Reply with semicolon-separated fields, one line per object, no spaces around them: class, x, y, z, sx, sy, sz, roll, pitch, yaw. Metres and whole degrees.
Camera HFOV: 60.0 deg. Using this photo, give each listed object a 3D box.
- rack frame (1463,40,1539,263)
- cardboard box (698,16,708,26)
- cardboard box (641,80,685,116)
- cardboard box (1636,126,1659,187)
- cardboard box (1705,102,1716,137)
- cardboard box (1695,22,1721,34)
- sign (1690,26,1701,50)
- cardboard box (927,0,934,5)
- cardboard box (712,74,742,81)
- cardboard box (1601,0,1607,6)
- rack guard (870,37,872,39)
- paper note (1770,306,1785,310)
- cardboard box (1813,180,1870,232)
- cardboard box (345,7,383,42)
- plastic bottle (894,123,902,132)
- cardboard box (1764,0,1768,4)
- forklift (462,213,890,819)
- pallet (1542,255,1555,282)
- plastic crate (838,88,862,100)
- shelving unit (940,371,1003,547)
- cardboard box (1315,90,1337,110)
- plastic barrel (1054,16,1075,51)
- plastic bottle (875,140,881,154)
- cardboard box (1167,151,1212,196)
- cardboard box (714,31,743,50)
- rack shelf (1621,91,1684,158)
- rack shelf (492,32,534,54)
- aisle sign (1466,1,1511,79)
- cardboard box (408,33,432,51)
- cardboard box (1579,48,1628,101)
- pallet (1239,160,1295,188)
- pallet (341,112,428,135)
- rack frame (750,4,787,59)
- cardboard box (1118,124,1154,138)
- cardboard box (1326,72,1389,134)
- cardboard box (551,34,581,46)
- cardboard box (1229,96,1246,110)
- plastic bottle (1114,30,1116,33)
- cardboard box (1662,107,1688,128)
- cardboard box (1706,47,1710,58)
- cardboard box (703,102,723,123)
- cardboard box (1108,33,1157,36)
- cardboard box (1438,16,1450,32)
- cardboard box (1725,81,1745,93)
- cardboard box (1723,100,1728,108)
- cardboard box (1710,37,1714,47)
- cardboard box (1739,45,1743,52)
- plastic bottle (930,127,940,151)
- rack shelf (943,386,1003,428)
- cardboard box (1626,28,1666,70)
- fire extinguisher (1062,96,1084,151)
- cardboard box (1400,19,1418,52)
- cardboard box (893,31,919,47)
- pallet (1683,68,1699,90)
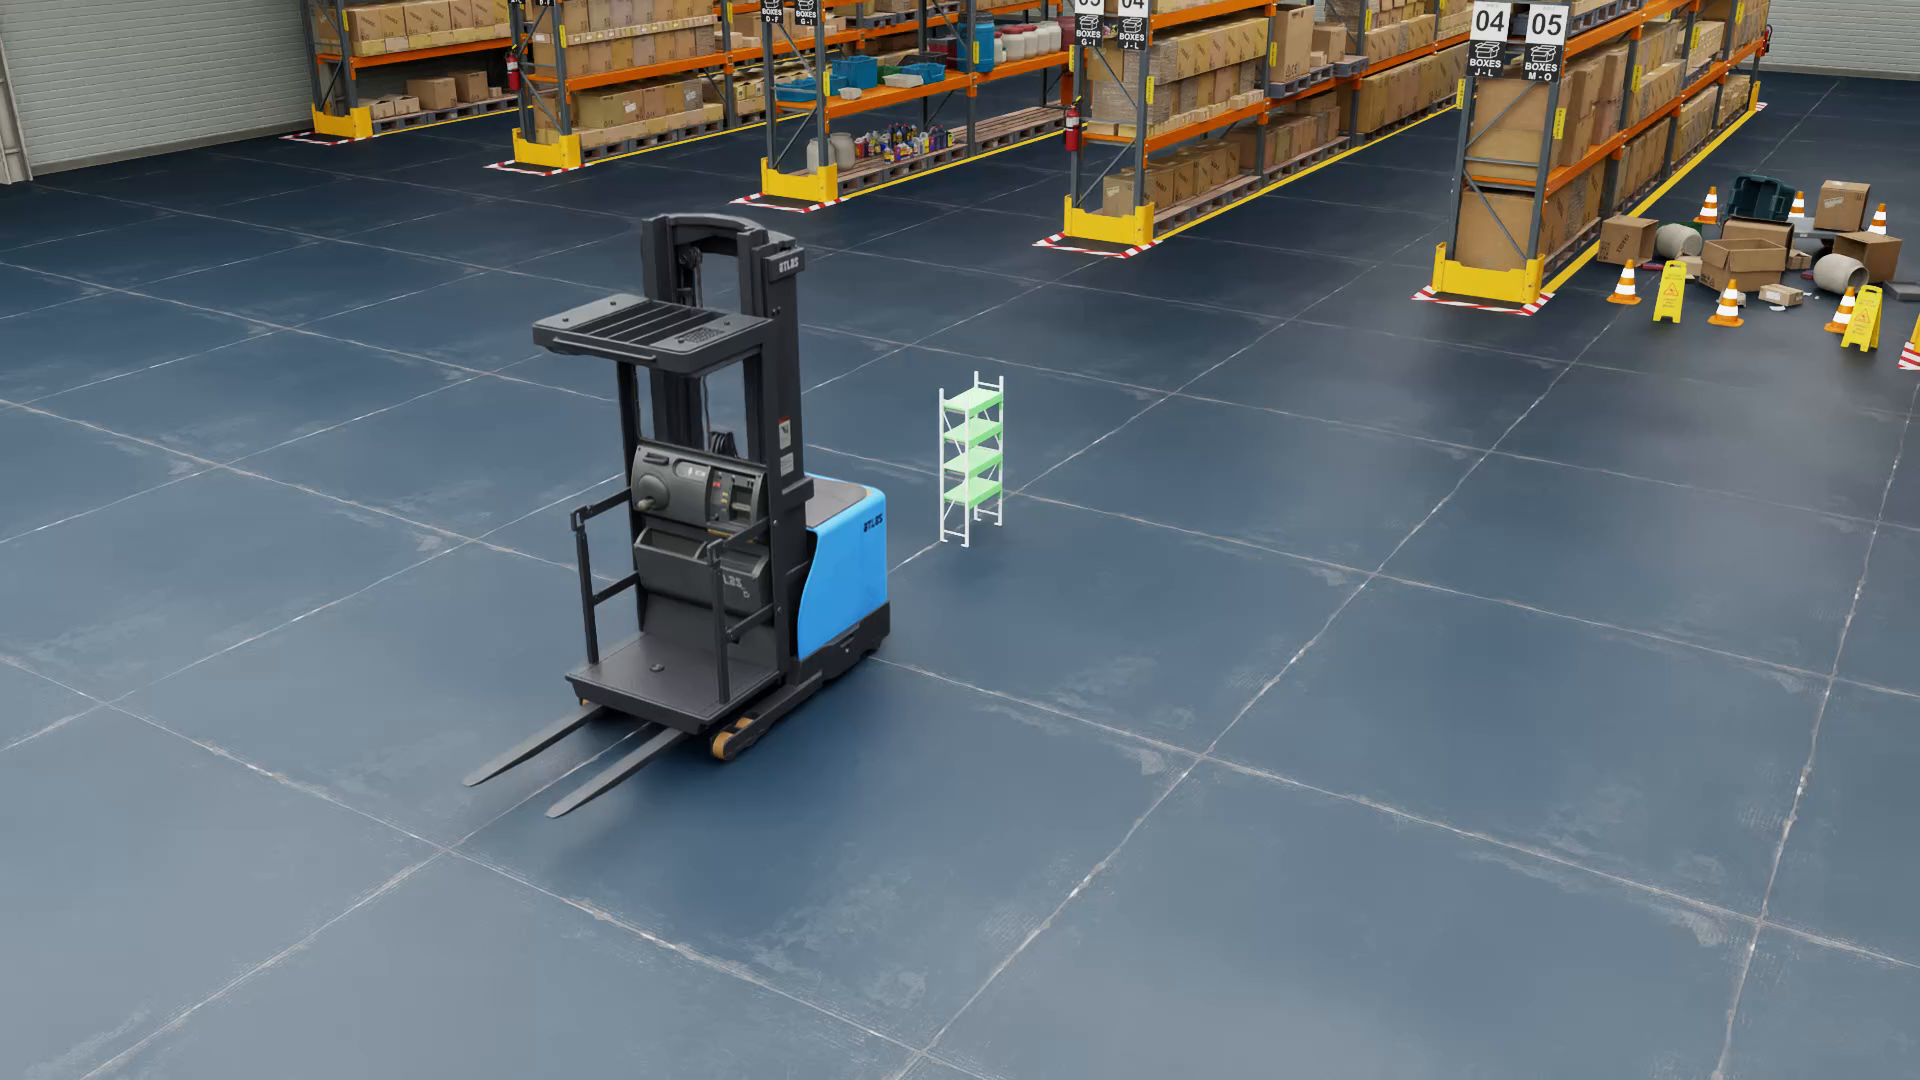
rack frame;6.046;-4.216;18.549;0.949;2.616;0.053;14;27;29
cardboard box;-4.510;-8.840;28.288;0.380;0.149;0.250;13;27;28
cardboard box;-5.009;-7.453;28.015;0.500;0.500;0.500;14;27;29
cardboard box;9.412;-5.594;24.034;1.050;0.750;0.750;14;27;30
cardboard box;12.202;-7.009;27.618;0.500;0.500;0.500;13;27;28
cardboard box;12.191;-8.349;27.134;0.380;0.149;0.250;13;27;27
sign;10.742;-7.332;24.289;0.100;0.325;0.005;14;27;29
cardboard box;-0.945;-11.297;34.250;0.700;0.500;0.500;19;30;37
cardboard box;-4.177;-8.278;30.159;0.500;0.311;0.500;15;27;30
cardboard box;7.167;-6.190;18.994;0.380;0.149;0.250;14;27;29
rack guard;-2.284;-12.664;41.211;1.175;0.500;0.348;14;27;29
paper note;9.115;-2.586;18.521;0.148;0.019;0.142;5;24;11
cardboard box;10.889;-4.126;20.533;0.500;0.500;0.500;14;27;29
cardboard box;-10.229;-8.786;28.325;0.500;0.500;0.500;14;27;29
plastic bottle;-0.988;-6.478;26.554;0.144;0.351;0.185;15;27;30
cardboard box;14.458;-10.050;30.267;0.500;0.500;0.500;13;27;28
forklift;-1.641;-0.274;9.530;1.130;2.935;3.031;13;27;28
pallet;6.404;-3.222;19.763;1.003;0.211;1.213;14;27;29
plastic crate;-1.574;-6.441;24.020;0.298;0.136;0.250;14;27;29
shelving unit;0.087;-0.606;12.476;0.258;1.200;0.503;14;27;29
cardboard box;5.780;-7.156;26.988;0.500;0.250;0.500;15;28;31
plastic barrel;1.913;-8.869;29.127;0.600;0.536;0.708;14;27;29
plastic bottle;-1.284;-6.129;25.936;0.097;0.201;0.097;0;23;0
cardboard box;3.196;-5.137;23.295;0.500;0.500;0.500;11;26;24
cardboard box;-4.194;-8.823;29.379;0.500;0.250;0.500;16;28;32
rack shelf;9.213;-5.911;23.369;1.077;0.370;4.000;14;27;29
rack shelf;-7.572;-10.098;33.042;1.077;0.370;4.000;14;27;29
aisle sign;5.756;-5.448;18.121;0.394;0.787;0.004;14;27;29
cardboard box;-9.674;-8.791;29.280;0.500;0.250;0.500;13;27;28
cardboard box;7.743;-5.803;20.666;0.875;0.550;0.550;14;27;29
pallet;4.407;-5.623;25.308;1.003;0.211;1.213;14;27;29
pallet;-10.238;-7.416;29.451;1.003;0.211;1.213;14;27;29
rack frame;-4.407;-12.453;37.577;1.000;3.000;0.127;14;27;29
cardboard box;2.241;-5.220;21.184;0.380;0.149;0.250;14;27;29
cardboard box;6.490;-7.435;28.131;1.225;0.875;0.875;12;26;27
cardboard box;-6.136;-7.797;25.879;0.380;0.149;0.250;14;27;29
cardboard box;3.774;-6.128;23.281;0.380;0.149;0.250;14;27;29
plastic bottle;2.802;-9.249;30.425;0.097;0.201;0.097;0;23;0
cardboard box;10.838;-6.487;25.470;0.500;0.250;0.500;13;26;27
cardboard box;11.793;-7.816;26.653;0.380;0.149;0.250;13;26;27
cardboard box;-4.475;-7.445;28.940;0.500;0.250;0.500;14;27;29
cardboard box;2.227;-6.338;21.691;0.500;0.500;0.500;14;27;29
cardboard box;8.688;-9.511;30.593;0.500;0.250;0.500;13;27;28
cardboard box;13.929;-8.178;30.012;0.380;0.149;0.250;15;28;31
cardboard box;13.306;-7.714;29.315;0.380;0.149;0.250;15;28;31
cardboard box;11.924;-8.038;26.792;0.380;0.149;0.250;13;27;27
cardboard box;13.459;-8.632;29.066;0.380;0.149;0.250;15;28;31
plastic bottle;-0.406;-6.321;26.191;0.144;0.351;0.185;12;26;26
rack shelf;0.087;-0.988;12.311;0.258;0.148;0.480;14;27;29
cardboard box;9.489;-6.926;23.425;0.700;0.500;0.500;13;27;28
fire extinguisher;1.436;-5.312;21.177;0.296;0.674;0.183;14;27;29
cardboard box;7.667;-8.827;29.073;0.500;0.500;0.500;14;27;28
cardboard box;-1.186;-10.366;34.403;0.500;0.250;0.500;14;27;29
pallet;10.554;-7.090;25.430;1.213;0.211;1.003;14;27;29
